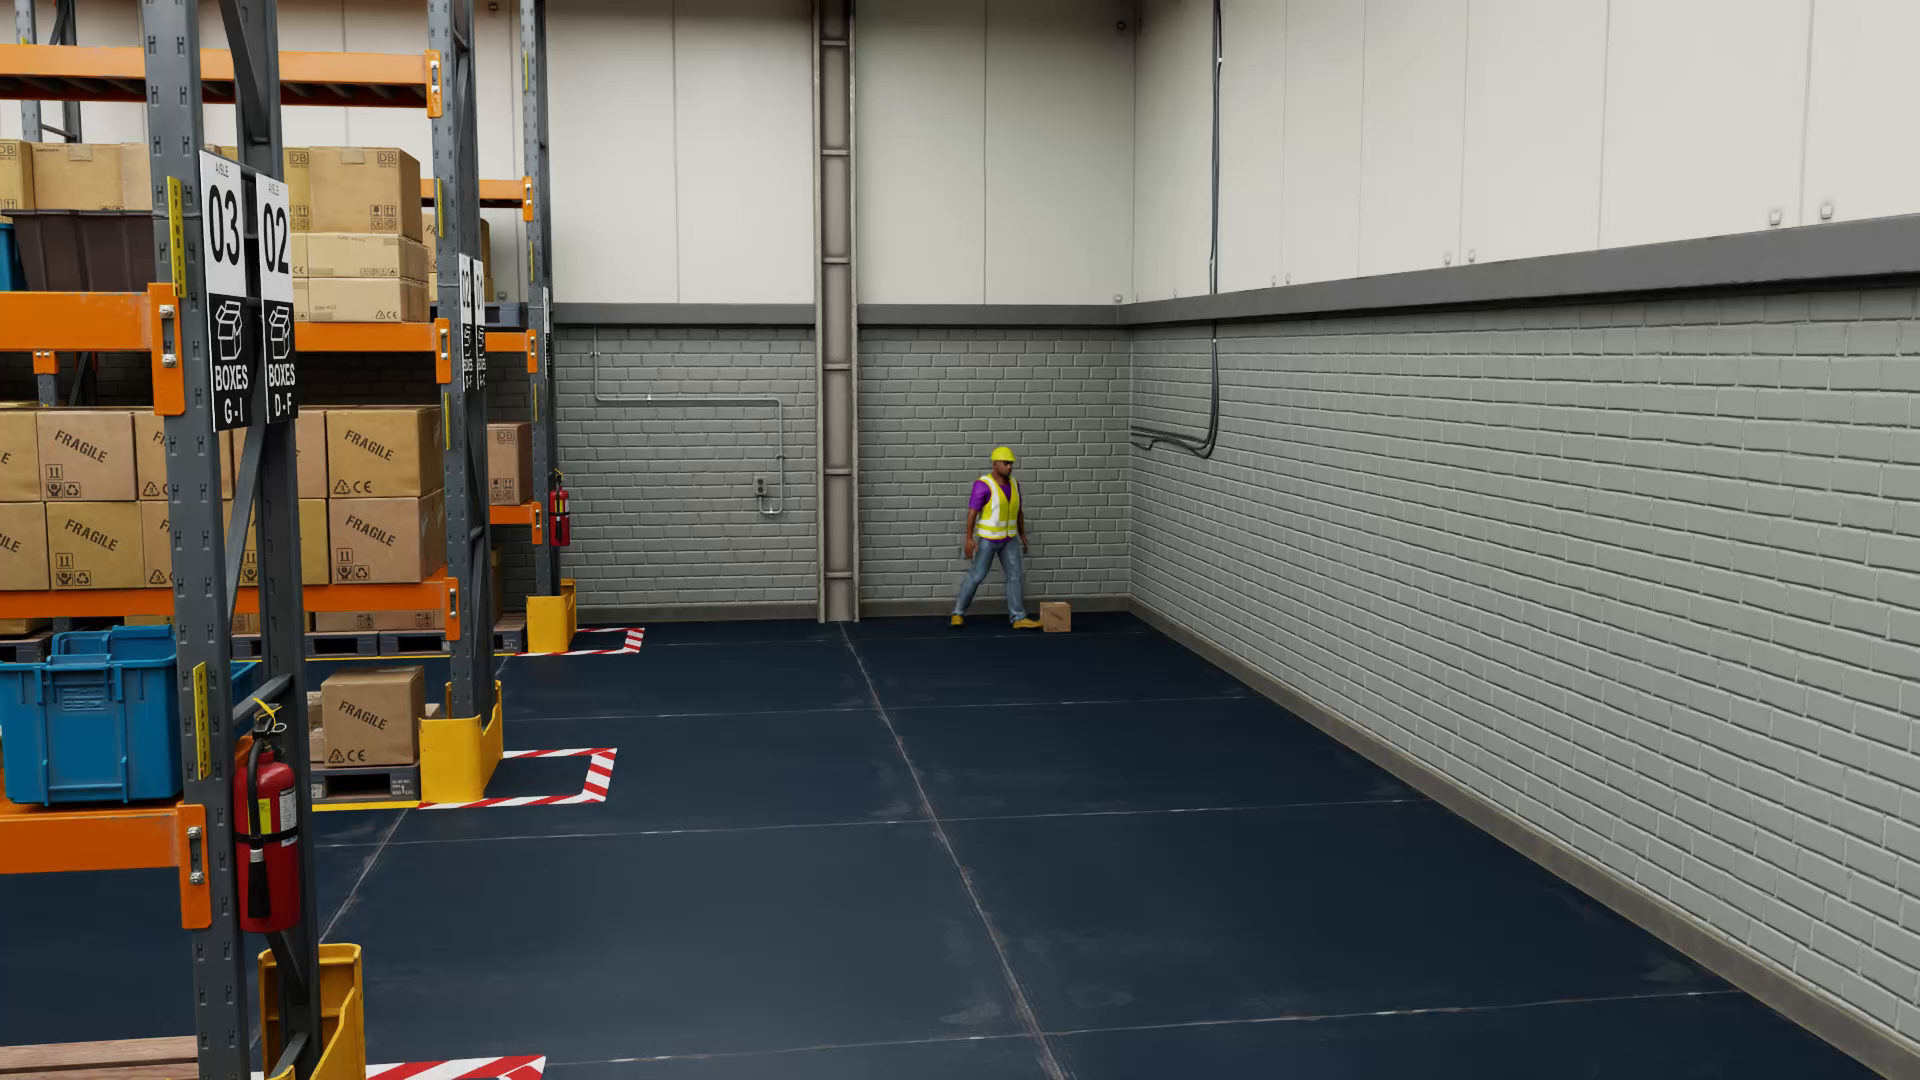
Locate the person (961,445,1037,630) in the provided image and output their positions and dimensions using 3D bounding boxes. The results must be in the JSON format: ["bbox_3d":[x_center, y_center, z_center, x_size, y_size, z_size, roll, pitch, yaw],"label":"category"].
[{"bbox_3d":[0.379,-0.021,15.839,0.679,1.766,0.656,5,8,38],"label":"person"}]
